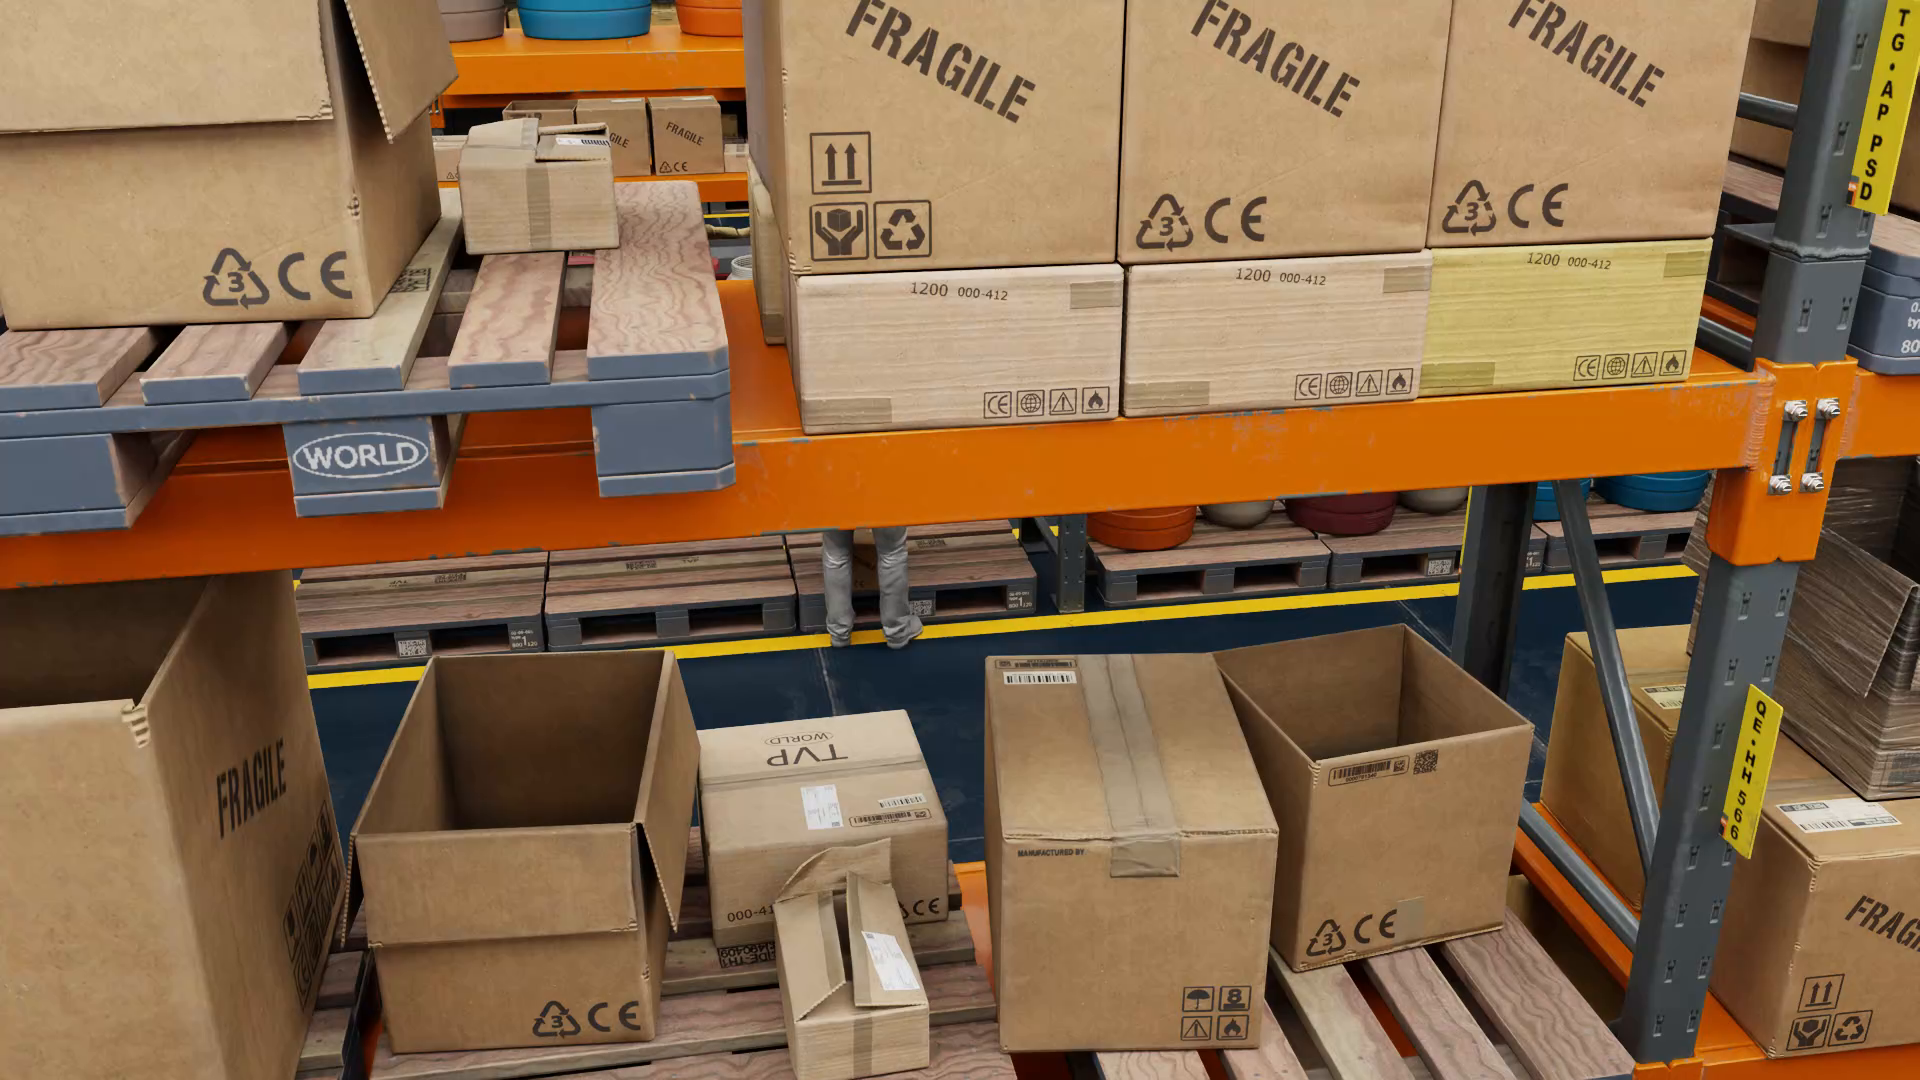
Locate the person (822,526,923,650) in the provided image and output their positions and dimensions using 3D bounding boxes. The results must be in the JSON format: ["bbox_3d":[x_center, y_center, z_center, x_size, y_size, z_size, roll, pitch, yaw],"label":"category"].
[{"bbox_3d":[-0.480,-0.326,7.827,0.585,1.770,0.463,1,23,3],"label":"person"}]
